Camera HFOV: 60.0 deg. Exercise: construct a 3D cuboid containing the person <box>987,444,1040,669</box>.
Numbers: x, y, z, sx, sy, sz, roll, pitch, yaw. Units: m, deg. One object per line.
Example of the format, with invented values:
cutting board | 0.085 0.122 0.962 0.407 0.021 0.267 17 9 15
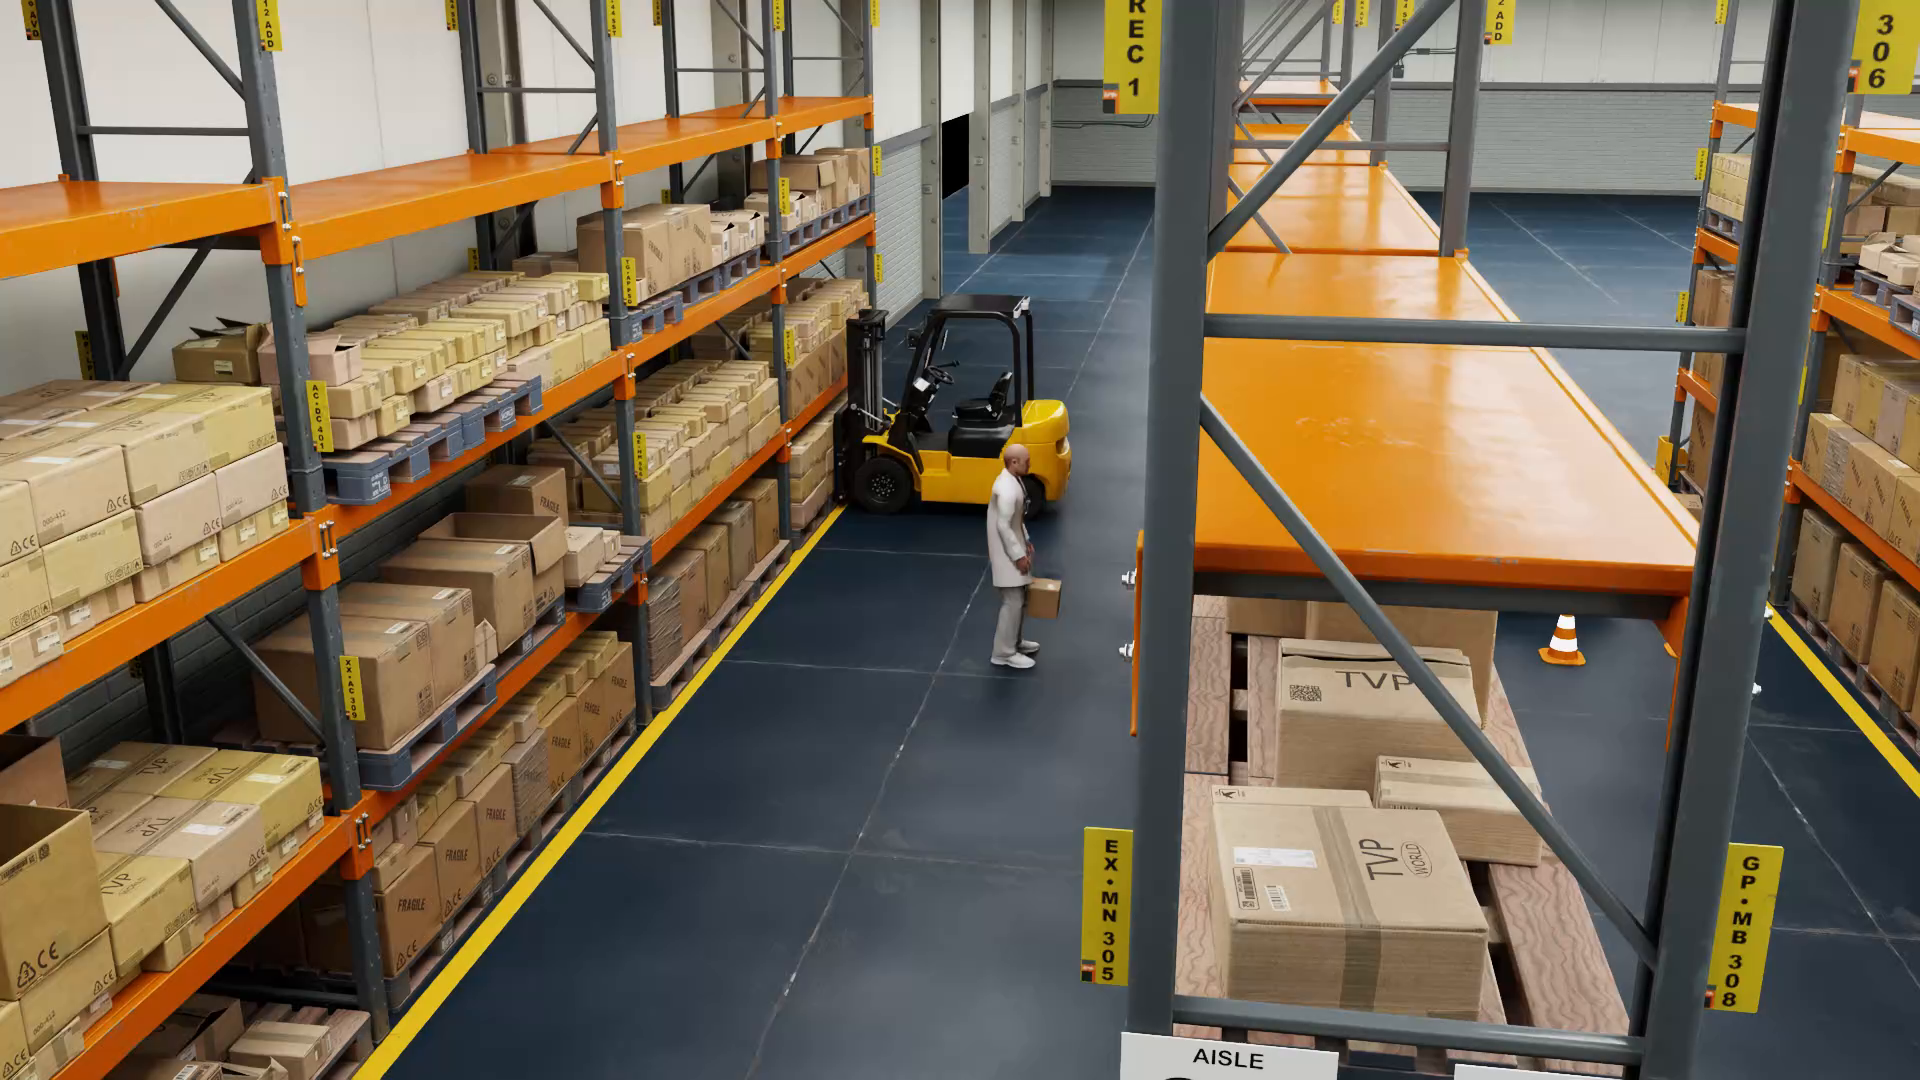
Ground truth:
person | 0.424 0.101 13.267 0.423 1.777 0.591 2 18 7
